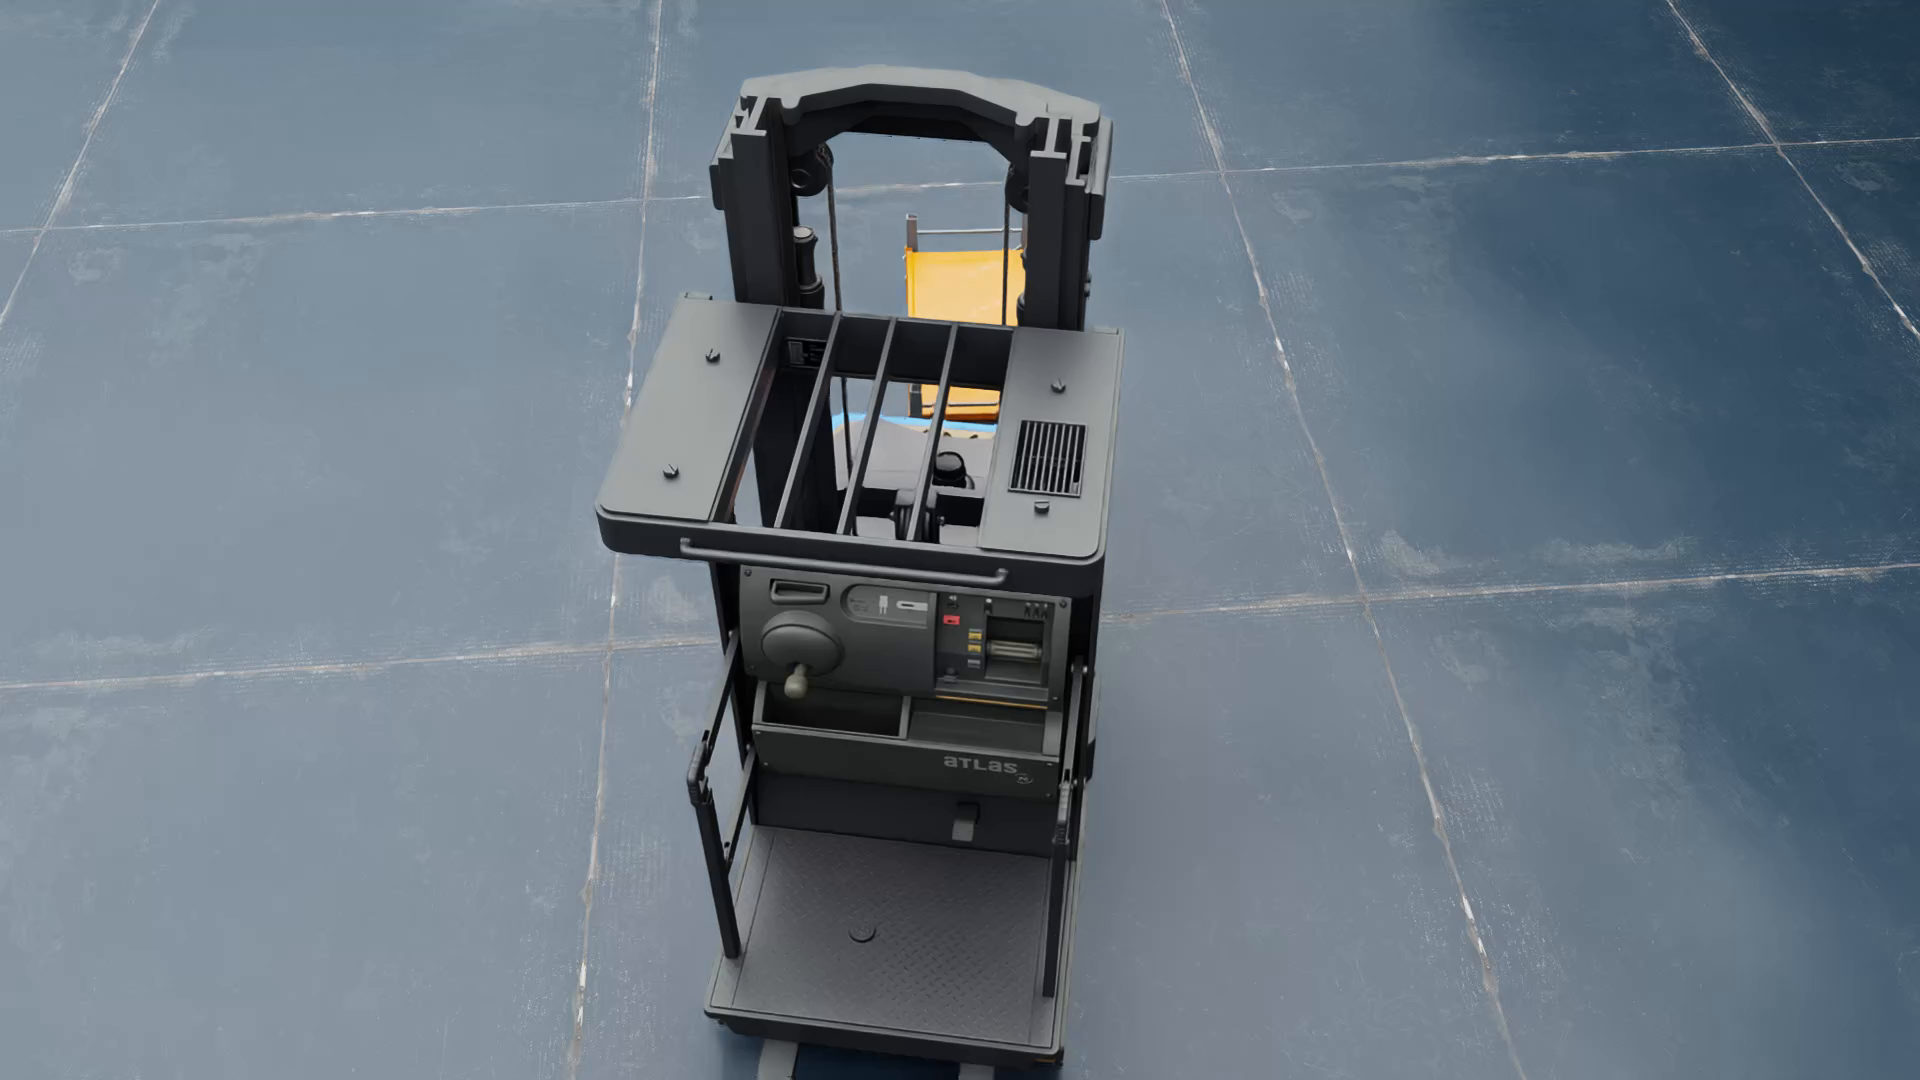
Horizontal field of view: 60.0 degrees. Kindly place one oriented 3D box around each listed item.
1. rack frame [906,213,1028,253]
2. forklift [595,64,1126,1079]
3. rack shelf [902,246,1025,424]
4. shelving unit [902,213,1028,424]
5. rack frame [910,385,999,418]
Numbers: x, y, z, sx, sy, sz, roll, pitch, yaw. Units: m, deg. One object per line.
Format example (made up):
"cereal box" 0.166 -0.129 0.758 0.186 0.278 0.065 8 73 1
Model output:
"rack frame" 0.037 -0.892 6.956 0.500 1.125 0.032 -1 47 -1
"forklift" -0.183 0.376 4.512 1.130 2.935 3.031 6 47 5
"rack shelf" 0.055 -0.724 6.394 0.538 0.278 1.000 -1 47 -1
"shelving unit" 0.055 -0.523 6.607 0.538 1.125 1.048 -1 47 -1
"rack frame" 0.073 -0.154 6.258 0.500 1.125 0.032 -1 47 -1
